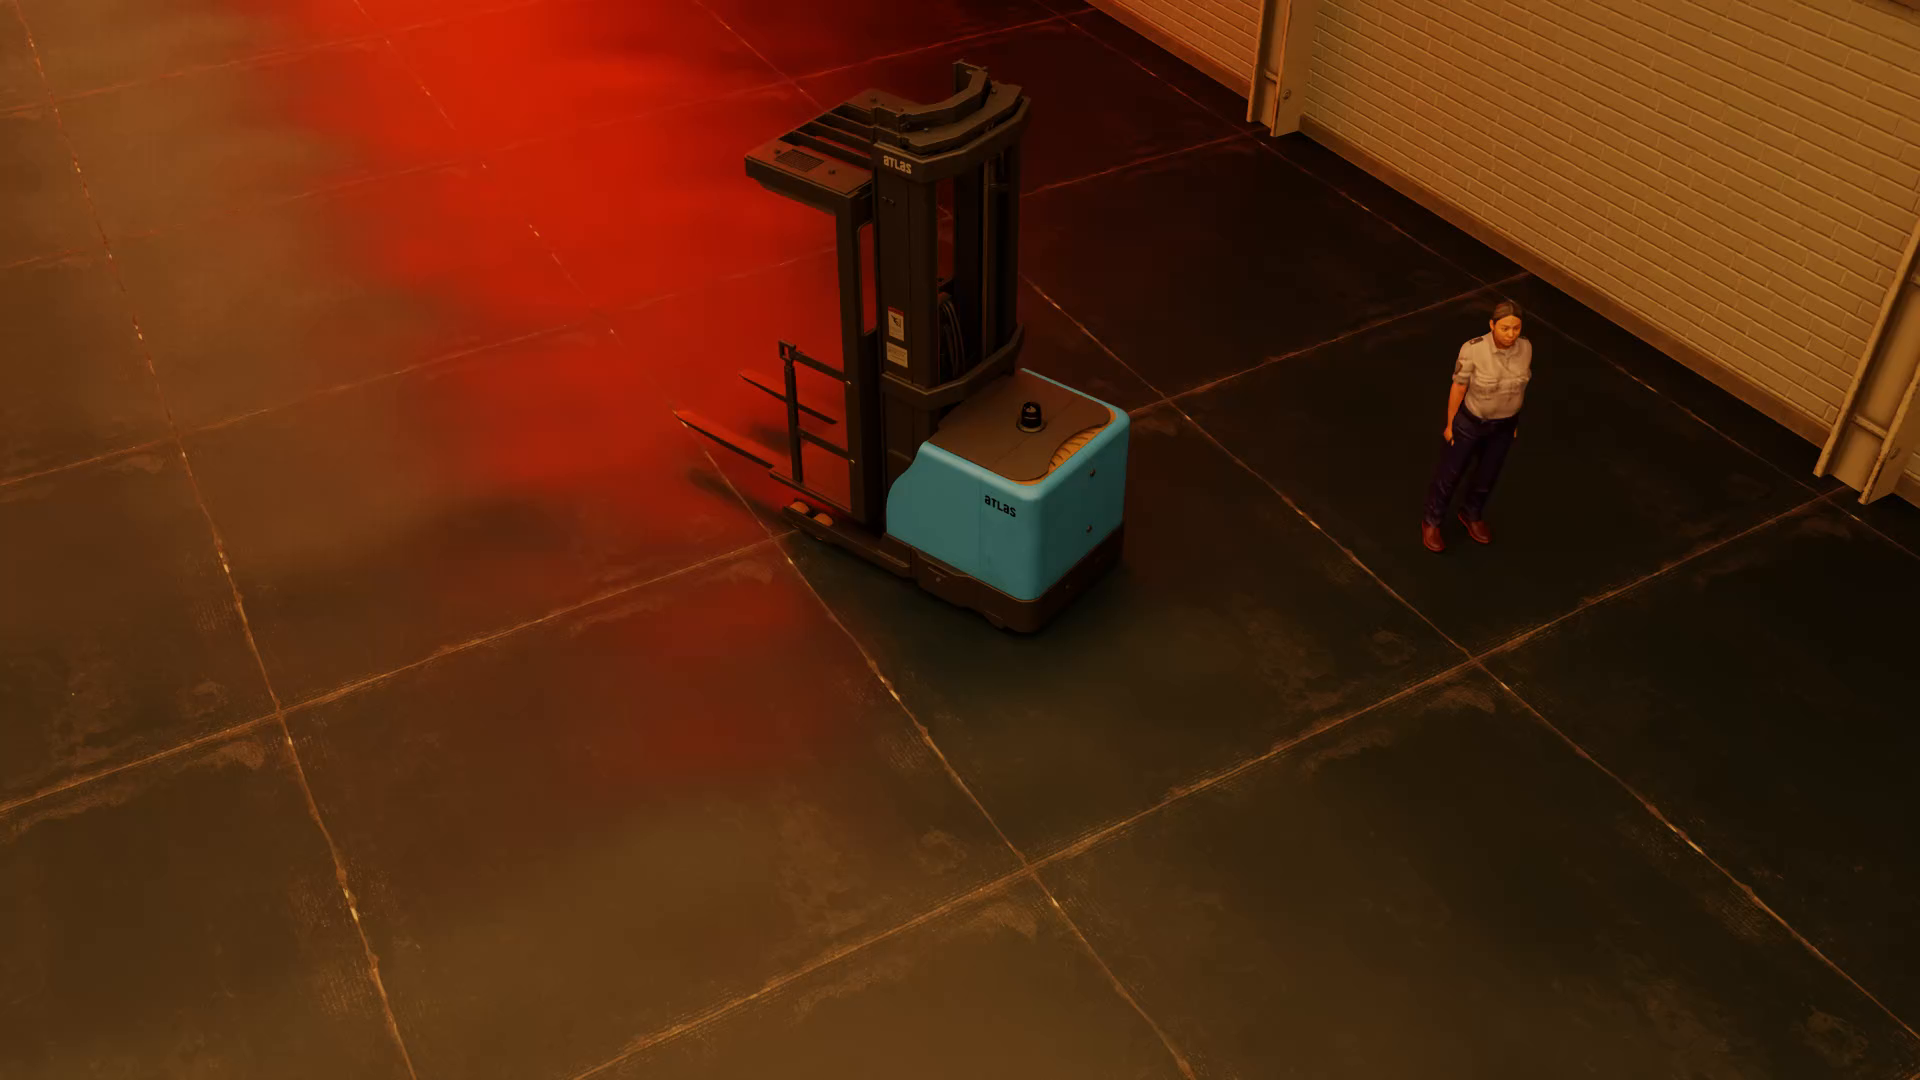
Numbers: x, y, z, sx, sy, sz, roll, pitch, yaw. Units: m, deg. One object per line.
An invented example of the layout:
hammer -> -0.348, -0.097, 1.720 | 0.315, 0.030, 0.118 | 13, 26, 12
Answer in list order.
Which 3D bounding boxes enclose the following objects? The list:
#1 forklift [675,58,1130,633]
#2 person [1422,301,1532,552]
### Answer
forklift -> -0.481, -1.366, 9.683 | 3.031, 2.935, 1.130 | 26, 46, 28
person -> 3.093, -0.683, 9.871 | 0.480, 1.649, 0.352 | -7, 40, -9
